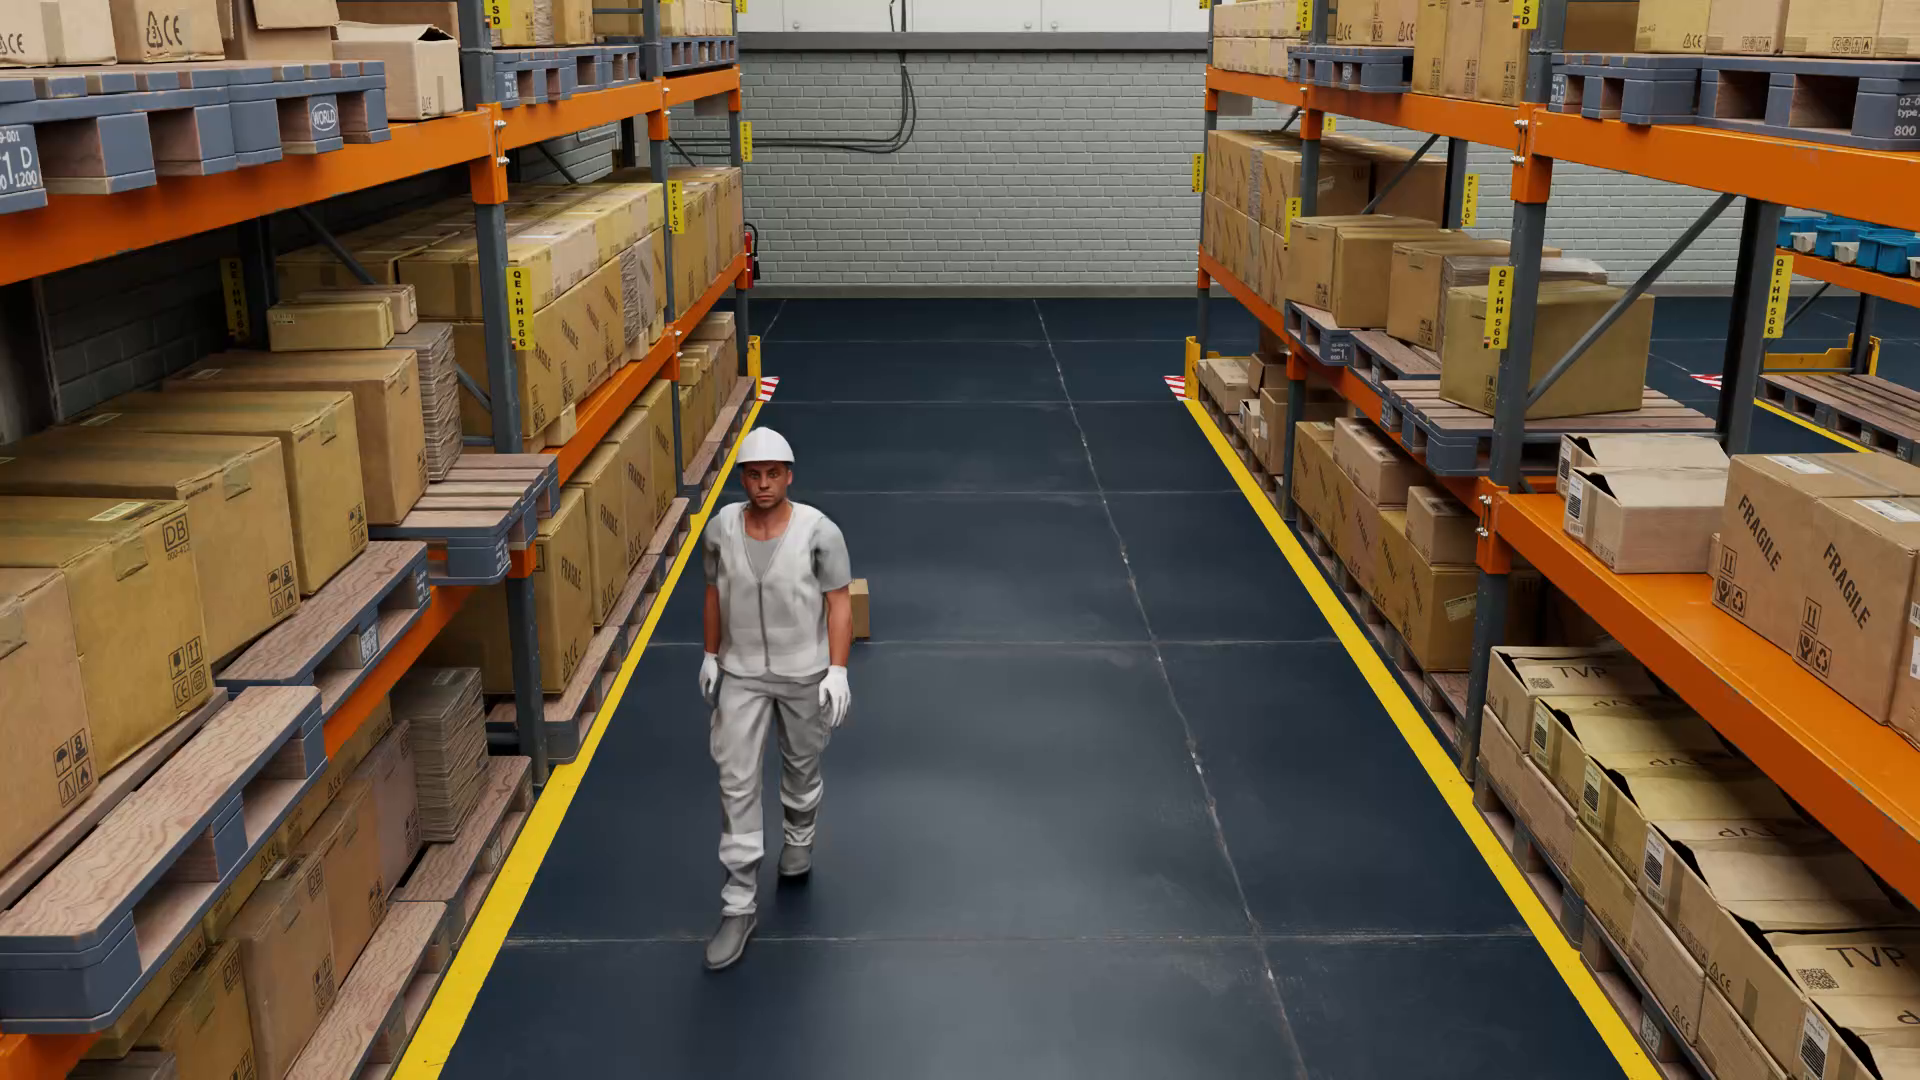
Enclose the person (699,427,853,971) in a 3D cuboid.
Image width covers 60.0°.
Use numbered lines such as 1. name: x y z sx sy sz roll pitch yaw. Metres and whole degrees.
1. person: -0.667 0.497 5.828 0.589 1.765 0.900 1 17 2
